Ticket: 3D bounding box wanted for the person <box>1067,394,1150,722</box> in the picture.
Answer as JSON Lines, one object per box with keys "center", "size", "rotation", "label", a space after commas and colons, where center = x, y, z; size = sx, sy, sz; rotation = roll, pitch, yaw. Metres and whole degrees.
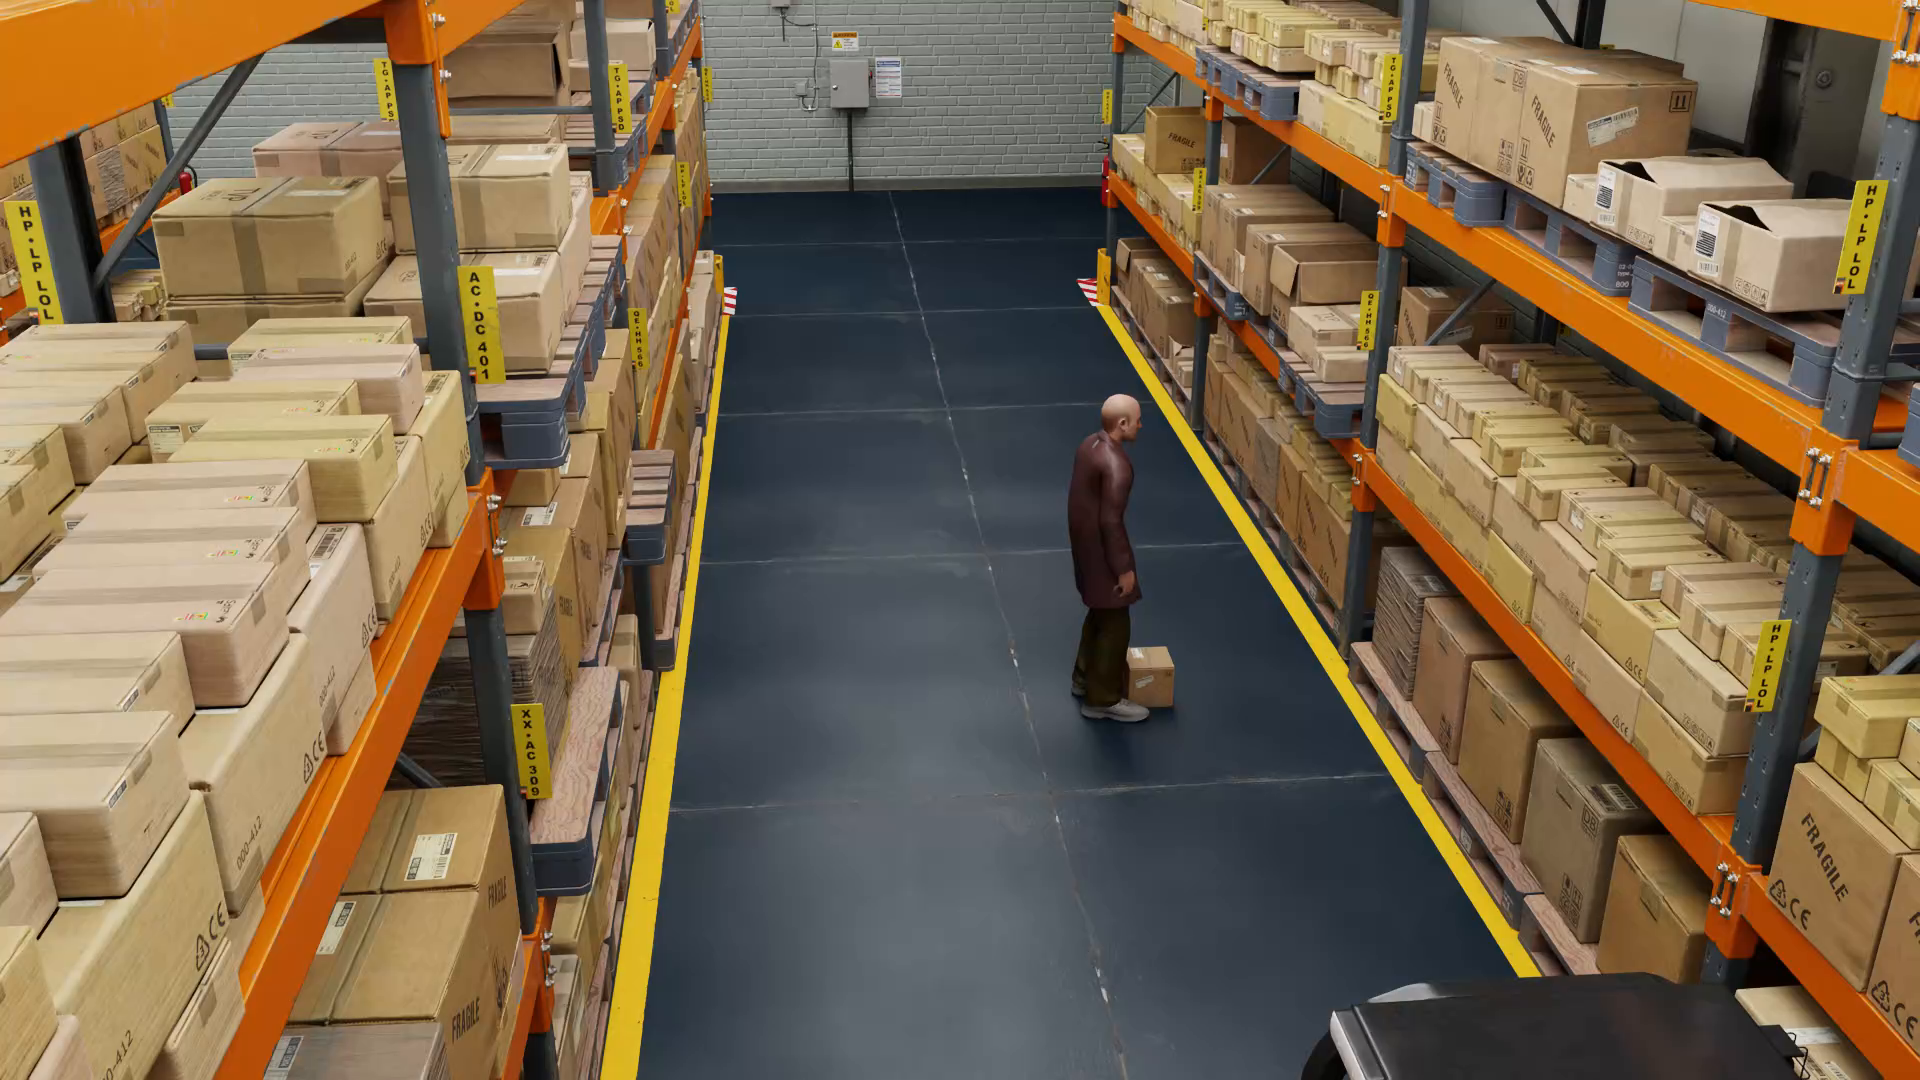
{"center": [0.794, 0.074, 8.948], "size": [0.429, 1.772, 0.647], "rotation": [-4, 24, -8], "label": "person"}
